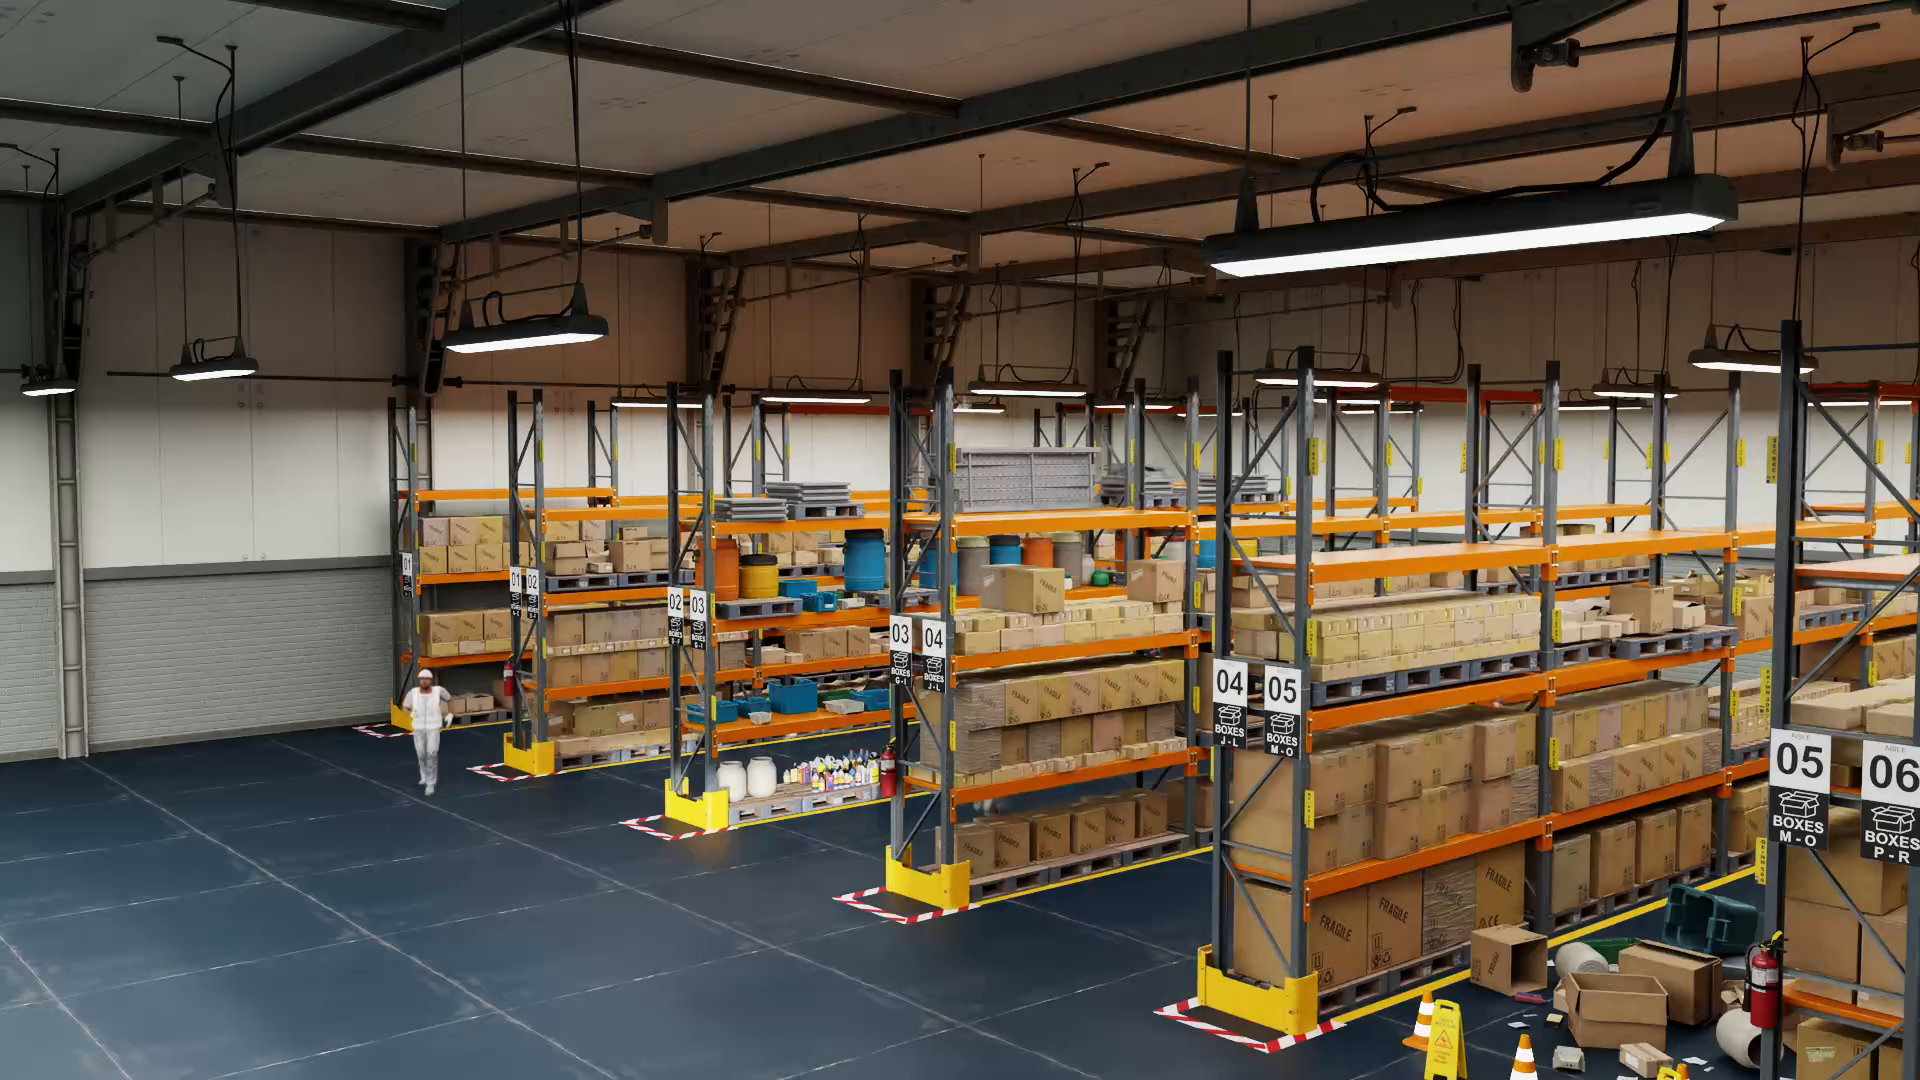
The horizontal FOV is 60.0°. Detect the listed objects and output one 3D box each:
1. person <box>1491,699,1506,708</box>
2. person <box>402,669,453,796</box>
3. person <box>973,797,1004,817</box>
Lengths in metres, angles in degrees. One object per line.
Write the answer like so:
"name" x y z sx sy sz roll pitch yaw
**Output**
"person" 7.460 3.003 23.038 0.621 1.627 0.555 -3 4 -39
"person" -7.919 2.830 24.722 0.703 1.838 0.828 -1 3 -9
"person" 0.442 3.052 21.508 0.702 1.721 0.589 3 4 38
